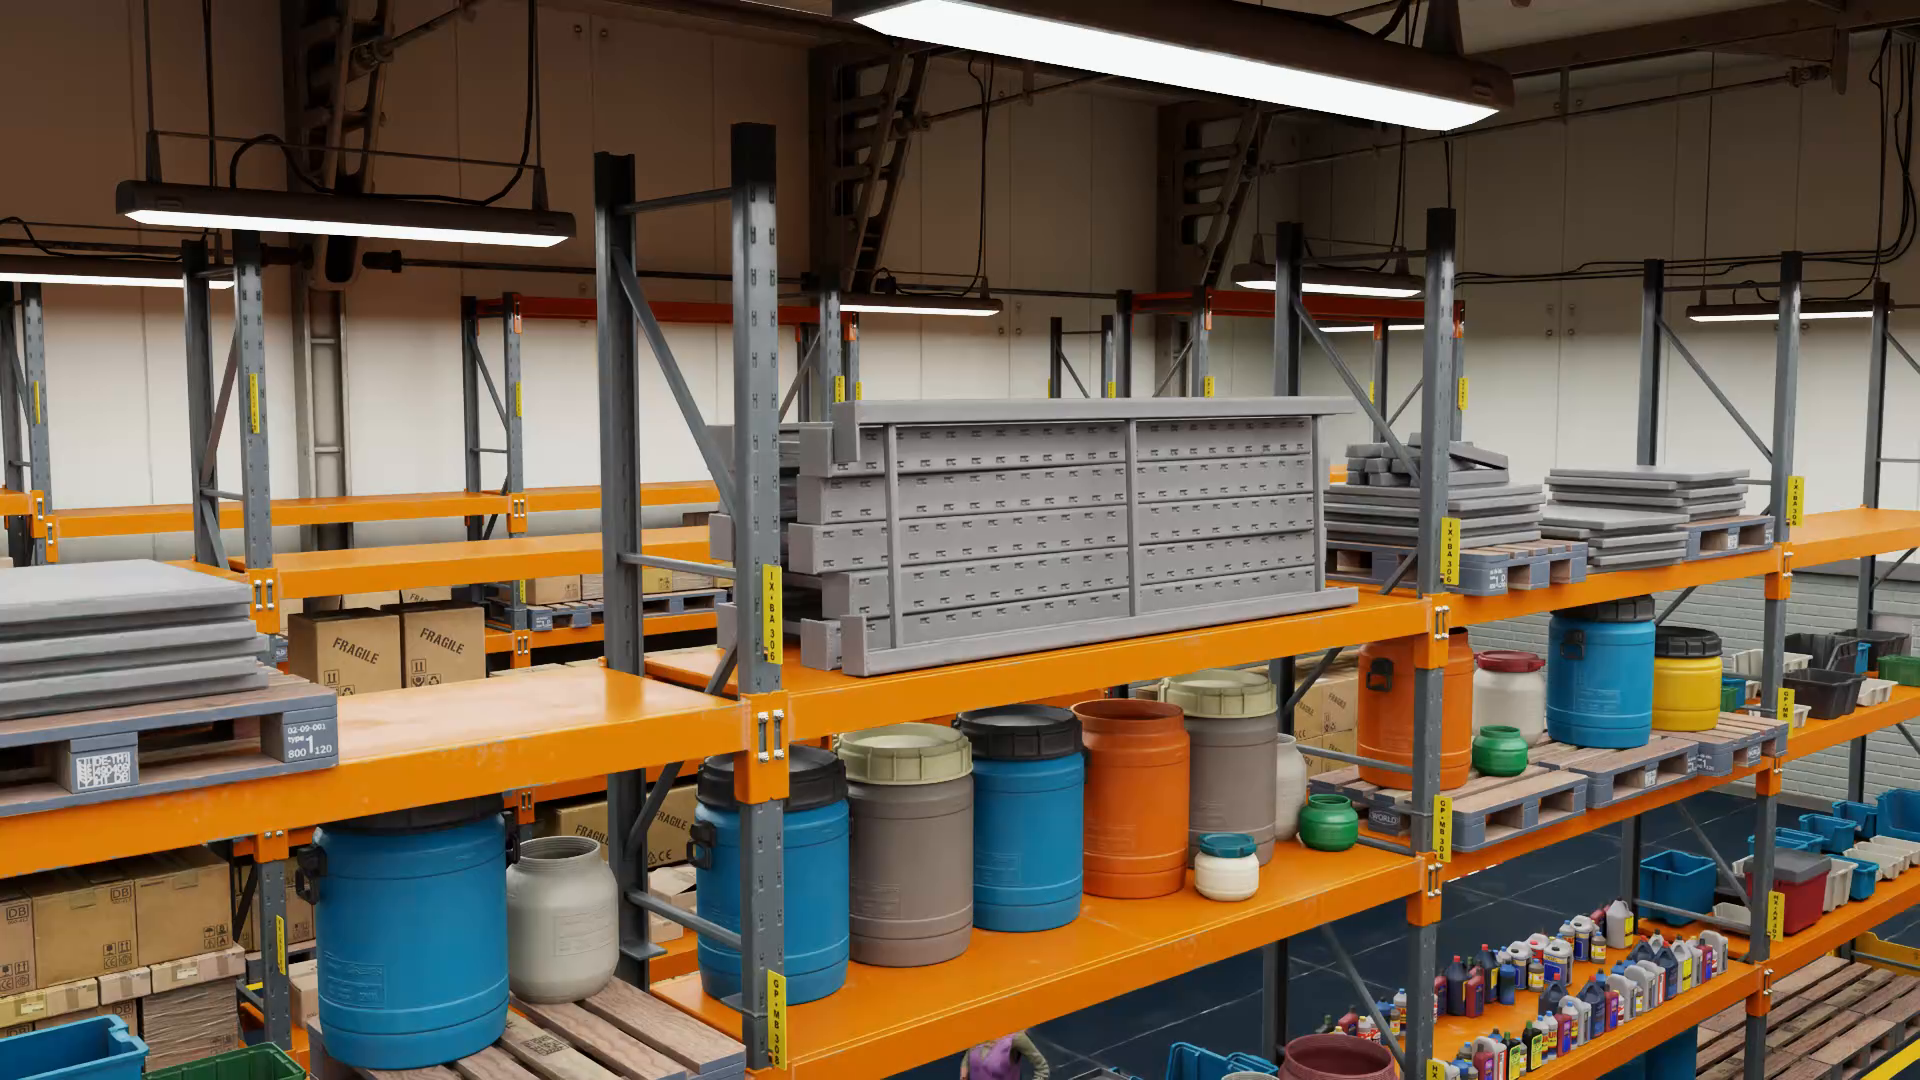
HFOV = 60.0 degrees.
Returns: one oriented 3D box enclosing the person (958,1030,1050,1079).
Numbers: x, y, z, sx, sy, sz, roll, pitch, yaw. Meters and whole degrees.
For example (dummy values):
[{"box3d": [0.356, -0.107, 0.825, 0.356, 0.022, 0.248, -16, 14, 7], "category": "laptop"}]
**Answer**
[{"box3d": [0.239, 3.437, 9.957, 0.552, 1.575, 0.819, 5, 7, 43], "category": "person"}]
